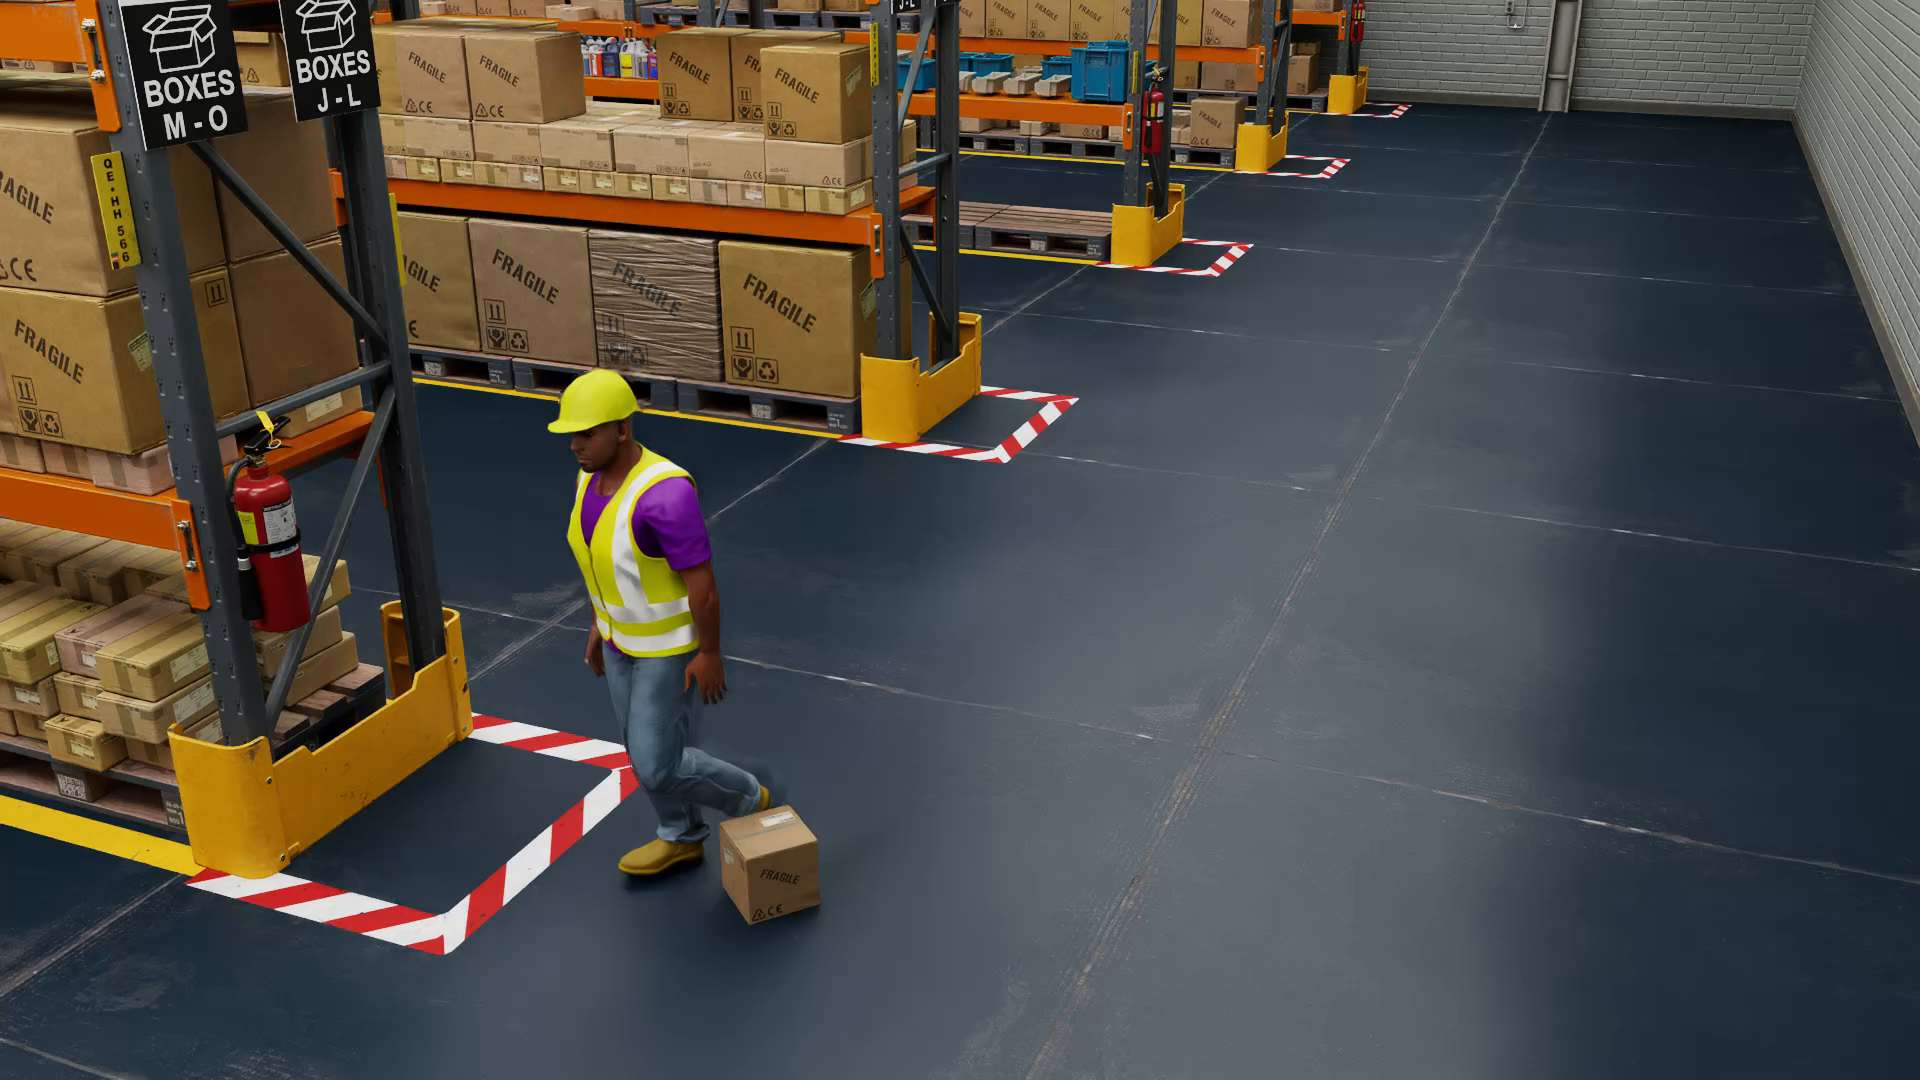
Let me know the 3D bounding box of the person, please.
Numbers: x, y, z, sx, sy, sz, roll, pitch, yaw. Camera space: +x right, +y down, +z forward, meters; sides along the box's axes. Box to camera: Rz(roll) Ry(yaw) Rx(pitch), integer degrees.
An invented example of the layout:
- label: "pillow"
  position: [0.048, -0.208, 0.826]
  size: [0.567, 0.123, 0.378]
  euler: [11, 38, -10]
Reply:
- label: "person"
  position: [-0.926, 0.308, 5.296]
  size: [0.555, 1.715, 0.595]
  euler: [-17, 28, -36]
